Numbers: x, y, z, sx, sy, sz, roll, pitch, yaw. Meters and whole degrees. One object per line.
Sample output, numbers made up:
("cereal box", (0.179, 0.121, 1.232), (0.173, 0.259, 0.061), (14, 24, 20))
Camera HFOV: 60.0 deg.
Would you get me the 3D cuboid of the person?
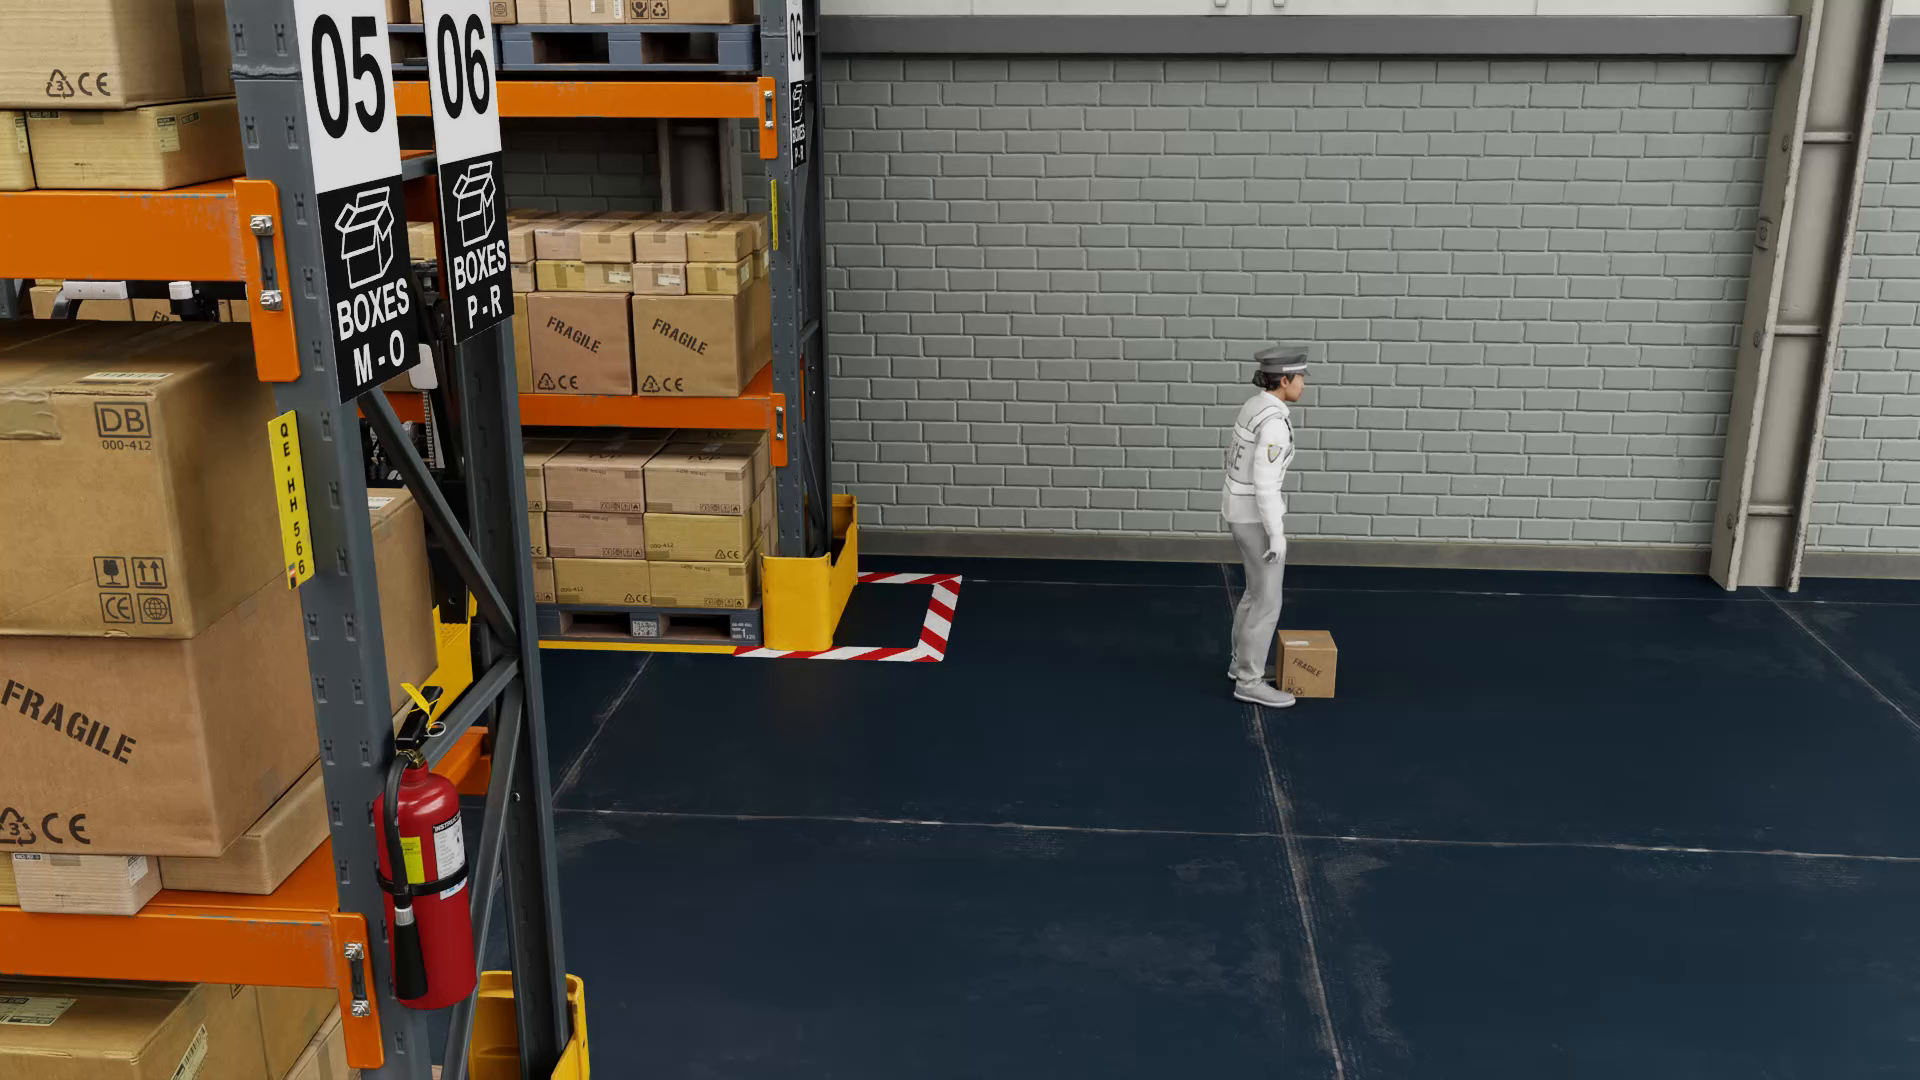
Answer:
("person", (1.419, -0.082, 7.804), (0.375, 1.662, 0.541), (0, 18, 1))
